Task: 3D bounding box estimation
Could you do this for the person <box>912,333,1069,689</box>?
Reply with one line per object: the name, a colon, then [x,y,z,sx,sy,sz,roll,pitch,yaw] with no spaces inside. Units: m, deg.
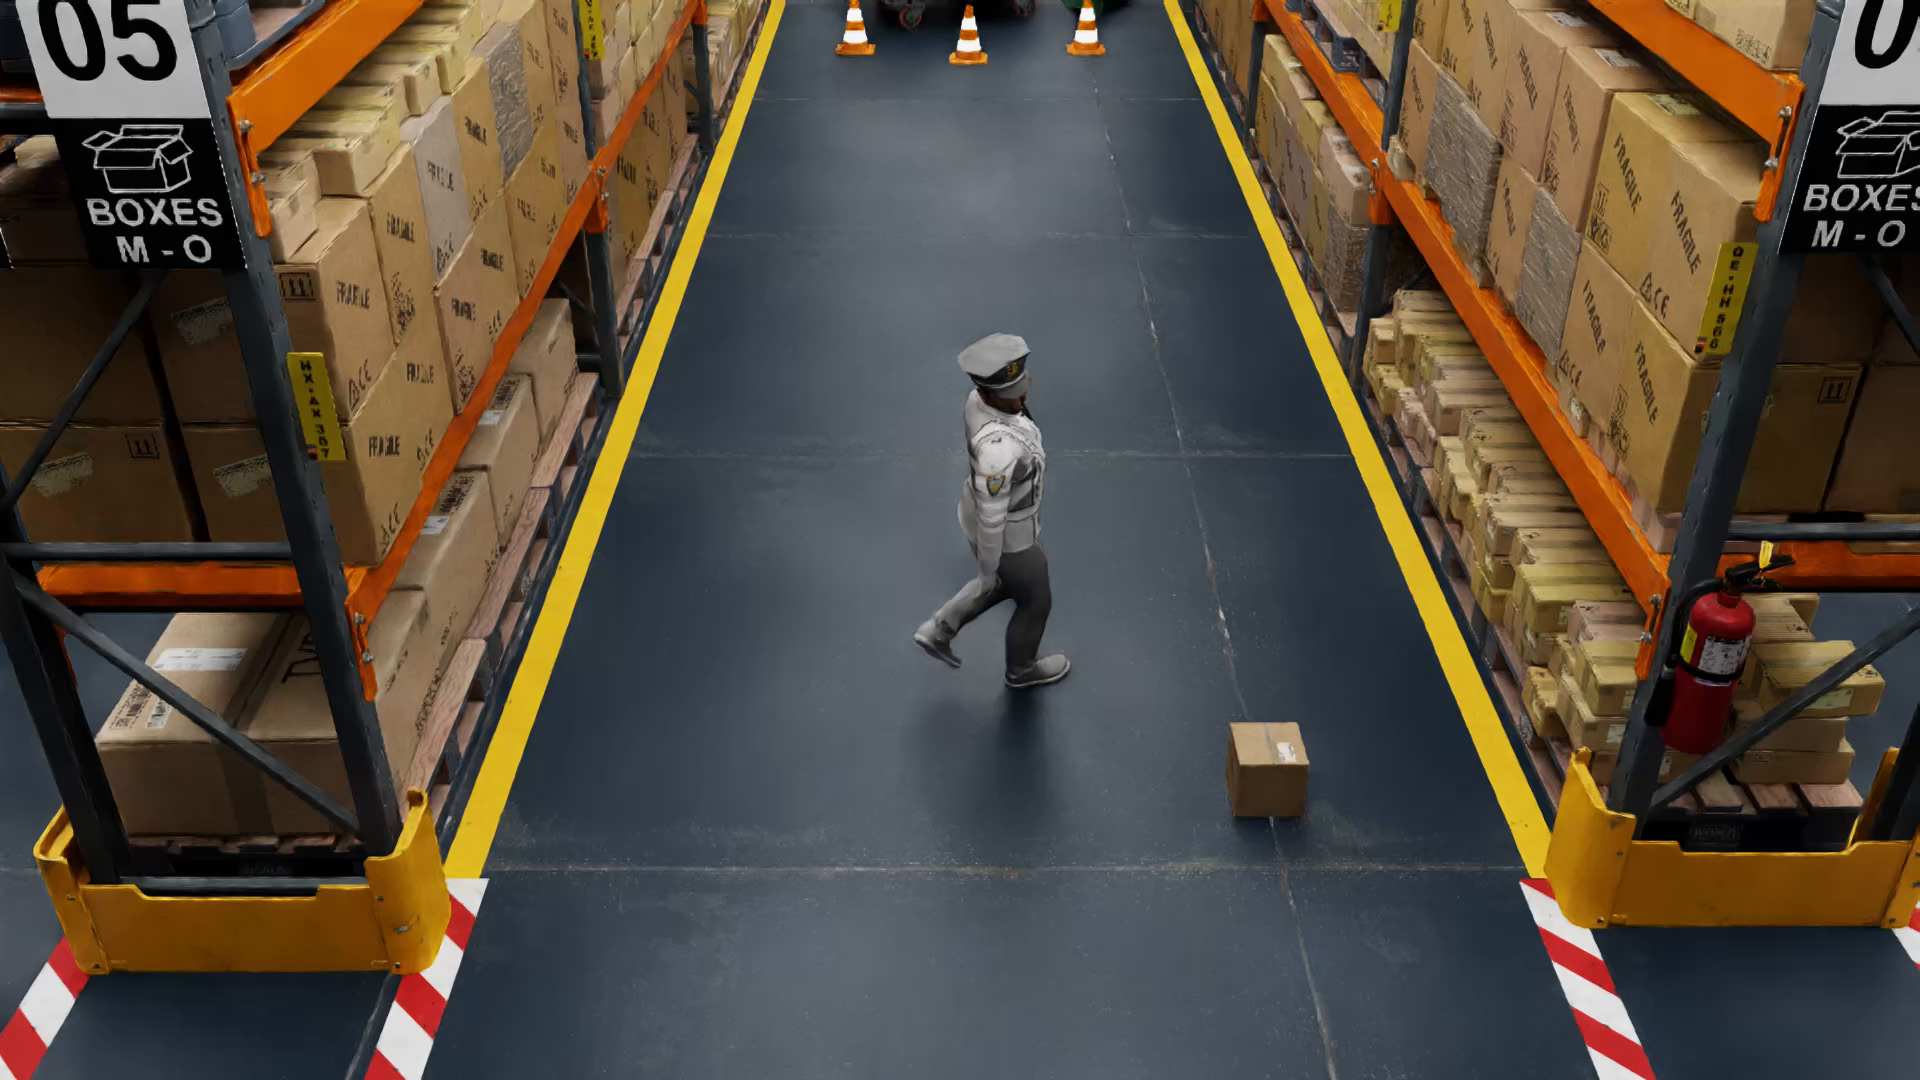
person: [0.164,-0.038,6.223,0.647,1.623,0.520,-6,32,-10]
